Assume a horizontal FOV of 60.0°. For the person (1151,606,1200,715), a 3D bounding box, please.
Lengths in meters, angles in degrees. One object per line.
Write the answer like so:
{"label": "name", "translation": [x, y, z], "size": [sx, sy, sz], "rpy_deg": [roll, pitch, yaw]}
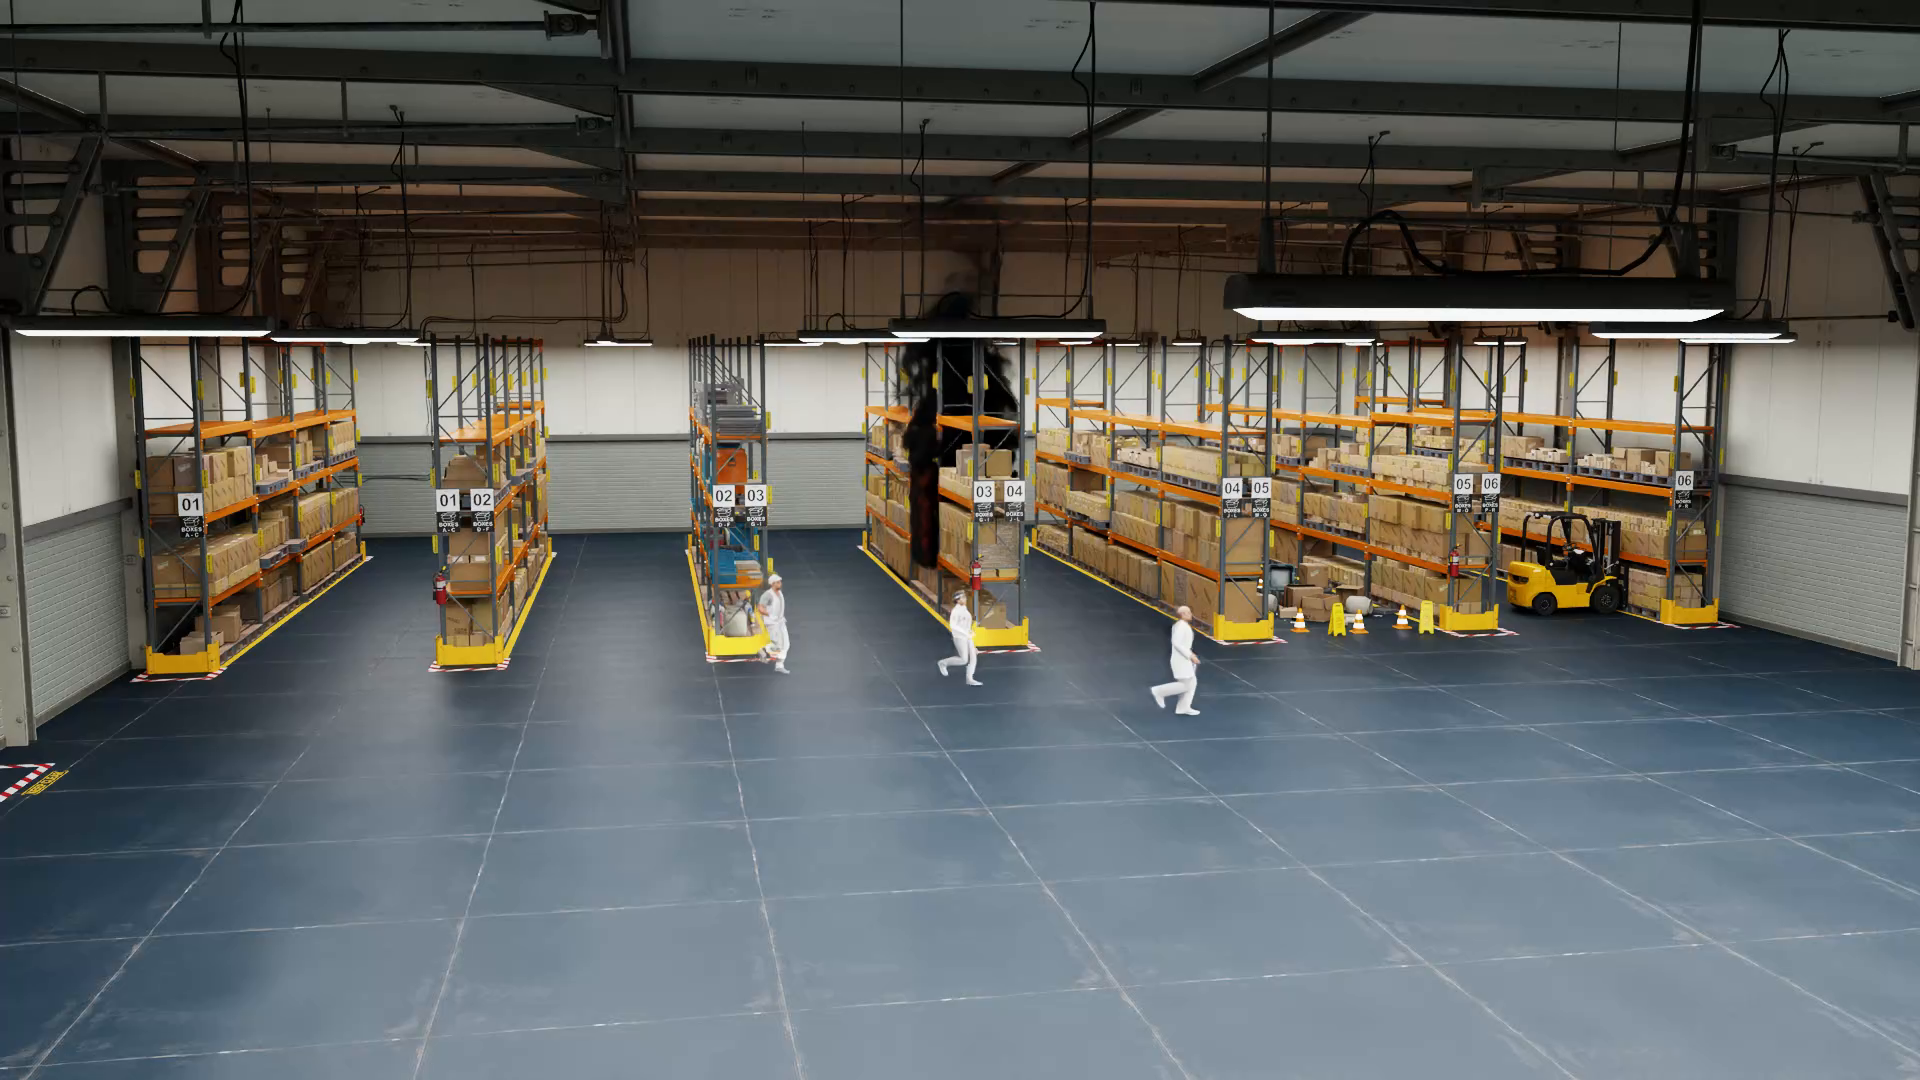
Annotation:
{"label": "person", "translation": [3.389, 1.886, 26.076], "size": [0.754, 1.733, 0.697], "rpy_deg": [1, 7, 9]}

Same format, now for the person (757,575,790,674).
{"label": "person", "translation": [-3.316, 1.487, 29.531], "size": [0.665, 1.760, 0.697], "rpy_deg": [4, 8, 30]}

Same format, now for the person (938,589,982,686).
{"label": "person", "translation": [0.018, 1.657, 28.421], "size": [0.773, 1.657, 0.633], "rpy_deg": [2, 7, 20]}
